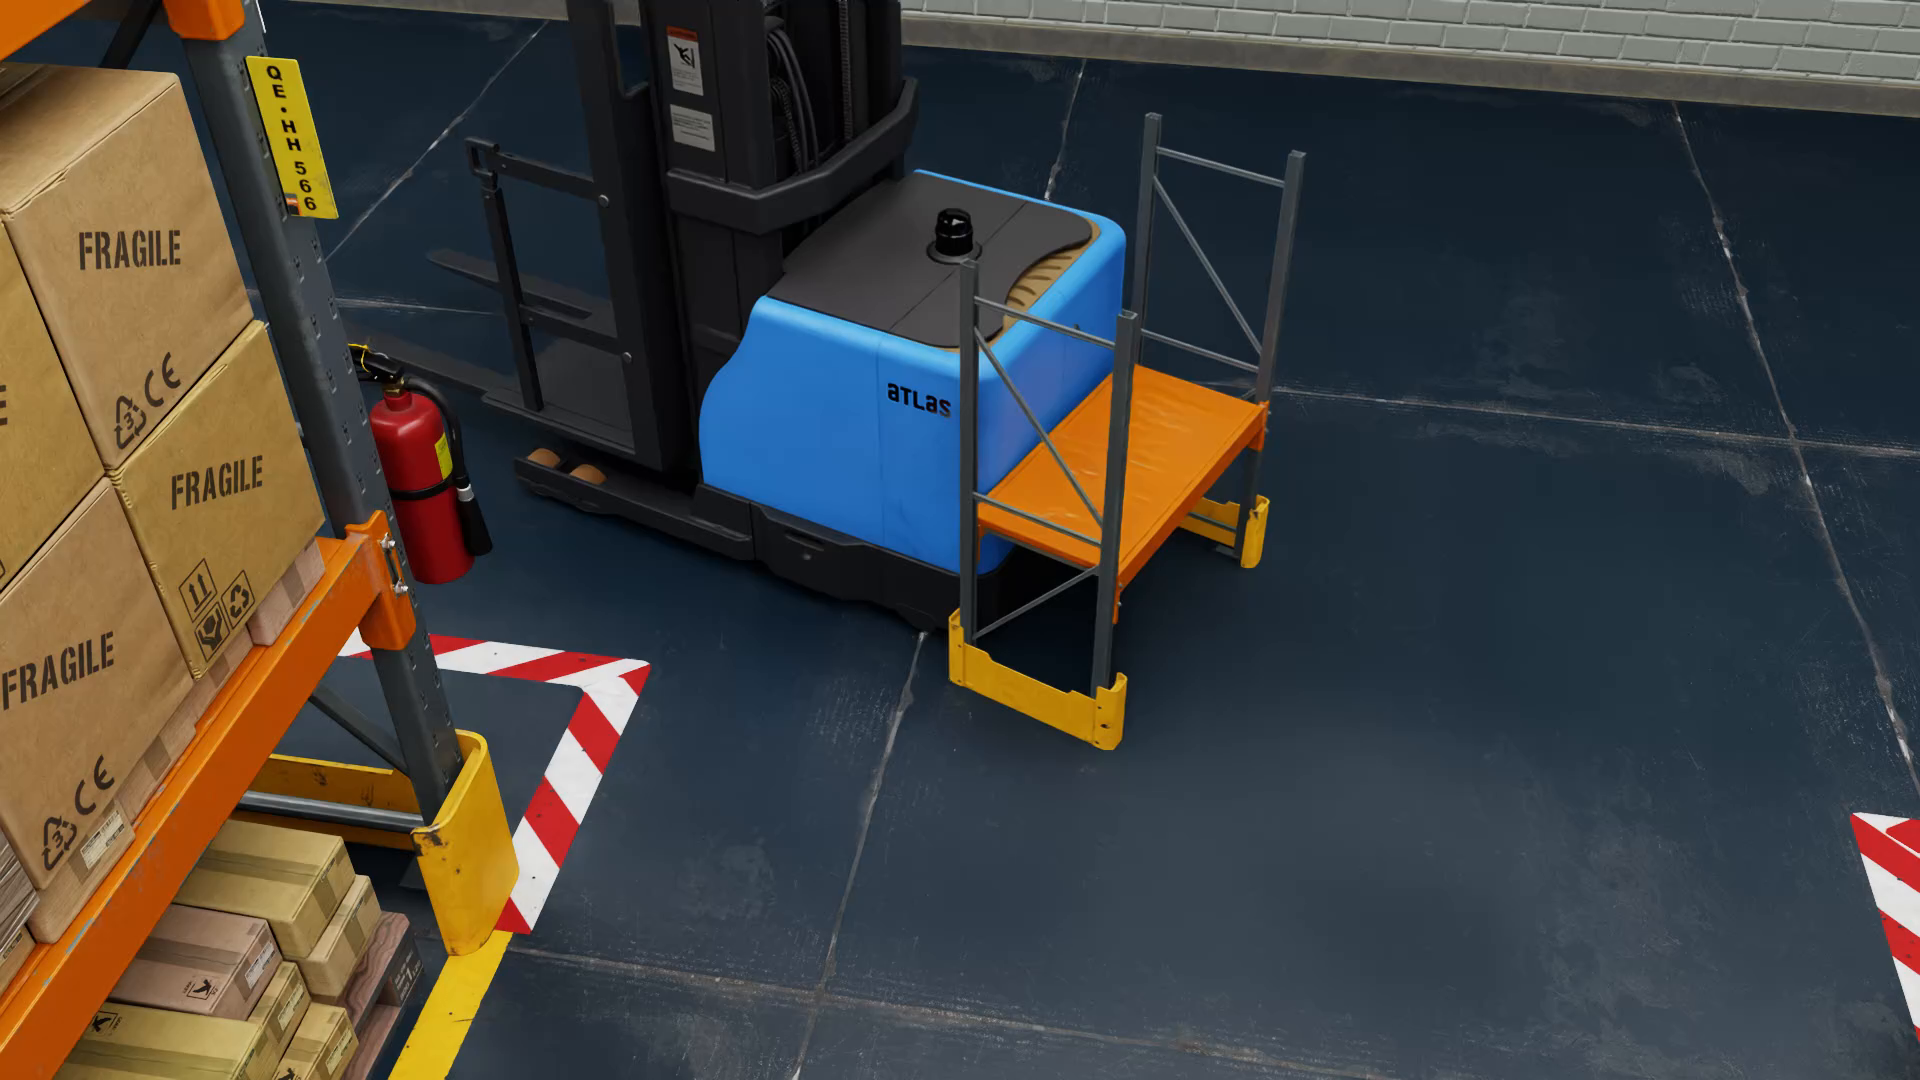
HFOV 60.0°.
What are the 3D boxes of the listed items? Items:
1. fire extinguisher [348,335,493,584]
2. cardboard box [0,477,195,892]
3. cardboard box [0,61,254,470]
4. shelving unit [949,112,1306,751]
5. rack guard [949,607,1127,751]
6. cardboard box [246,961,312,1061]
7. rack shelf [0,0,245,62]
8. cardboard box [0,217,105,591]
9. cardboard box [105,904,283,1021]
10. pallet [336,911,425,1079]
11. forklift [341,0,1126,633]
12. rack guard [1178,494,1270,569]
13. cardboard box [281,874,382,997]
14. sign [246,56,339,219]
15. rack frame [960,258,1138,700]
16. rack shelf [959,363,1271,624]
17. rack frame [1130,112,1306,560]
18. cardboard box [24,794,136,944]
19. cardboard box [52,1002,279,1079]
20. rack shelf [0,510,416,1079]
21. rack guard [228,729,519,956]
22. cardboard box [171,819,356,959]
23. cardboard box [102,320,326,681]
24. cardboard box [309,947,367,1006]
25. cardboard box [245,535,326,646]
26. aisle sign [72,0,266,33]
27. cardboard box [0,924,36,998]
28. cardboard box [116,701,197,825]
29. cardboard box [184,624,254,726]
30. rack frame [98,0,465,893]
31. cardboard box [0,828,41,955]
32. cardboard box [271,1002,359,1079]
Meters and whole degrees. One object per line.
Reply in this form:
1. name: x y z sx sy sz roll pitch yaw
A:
1. fire extinguisher: -1.311 -0.199 3.990 0.296 0.674 0.183 6 40 8
2. cardboard box: -1.727 0.215 2.824 0.500 0.500 0.500 6 40 7
3. cardboard box: -1.643 -0.489 2.891 0.500 0.500 0.500 6 40 7
4. shelving unit: 0.496 -0.330 4.972 0.587 1.500 1.083 22 44 25
5. rack guard: 0.228 0.419 5.047 0.587 0.250 0.087 22 44 25
6. cardboard box: -1.717 1.078 3.766 0.380 0.149 0.250 6 40 7
7. rack shelf: -2.155 0.111 1.472 1.077 0.370 4.000 6 40 8
8. cardboard box: -1.731 -0.171 2.506 0.500 0.500 0.500 5 40 6
9. cardboard box: -1.751 0.954 3.683 0.380 0.149 0.250 7 40 9
10. pallet: -1.997 1.363 3.935 1.003 0.211 1.213 6 40 8
11. forklift: -0.997 -1.502 5.267 3.031 2.935 1.130 19 43 22
12. rack guard: 0.764 -0.116 5.694 0.587 0.250 0.087 22 44 25
13. cardboard box: -1.619 0.920 3.958 0.380 0.149 0.250 5 40 6
14. sign: -1.266 -0.759 3.158 0.100 0.325 0.005 6 40 8
15. rack frame: 0.217 -0.052 4.636 0.500 1.500 0.032 22 44 25
16. rack shelf: 0.491 -0.186 5.081 0.538 0.185 1.000 22 44 25
17. rack frame: 0.765 -0.598 5.296 0.500 1.500 0.032 22 44 25
18. cardboard box: -1.717 0.541 2.939 0.380 0.149 0.250 7 40 9
19. cardboard box: -1.671 1.131 3.469 0.380 0.149 0.250 6 40 7
20. rack shelf: -2.155 1.267 2.428 1.077 0.370 4.000 6 40 8
21. rack guard: -1.822 0.746 4.455 1.175 0.500 0.348 6 40 8
22. cardboard box: -1.651 0.803 3.866 0.380 0.149 0.250 7 40 8
23. cardboard box: -1.633 -0.108 3.215 0.500 0.500 0.500 7 40 9
24. cardboard box: -1.694 1.025 4.064 0.380 0.149 0.250 7 40 8
25. cardboard box: -1.587 0.067 3.511 0.380 0.149 0.250 6 40 8
26. aisle sign: -1.501 -1.280 2.904 0.394 0.787 0.004 6 40 8
27. cardboard box: -1.791 0.703 2.742 0.380 0.149 0.250 5 40 6
28. cardboard box: -1.695 0.378 3.135 0.380 0.149 0.250 6 40 7
29. cardboard box: -1.667 0.219 3.328 0.380 0.149 0.250 6 40 8
30. rack frame: -1.809 -0.265 3.717 1.000 3.000 0.127 6 40 8
31. cardboard box: -1.806 0.534 2.438 0.500 0.500 0.500 7 40 8
32. cardboard box: -1.639 1.198 3.855 0.380 0.149 0.250 8 40 9
